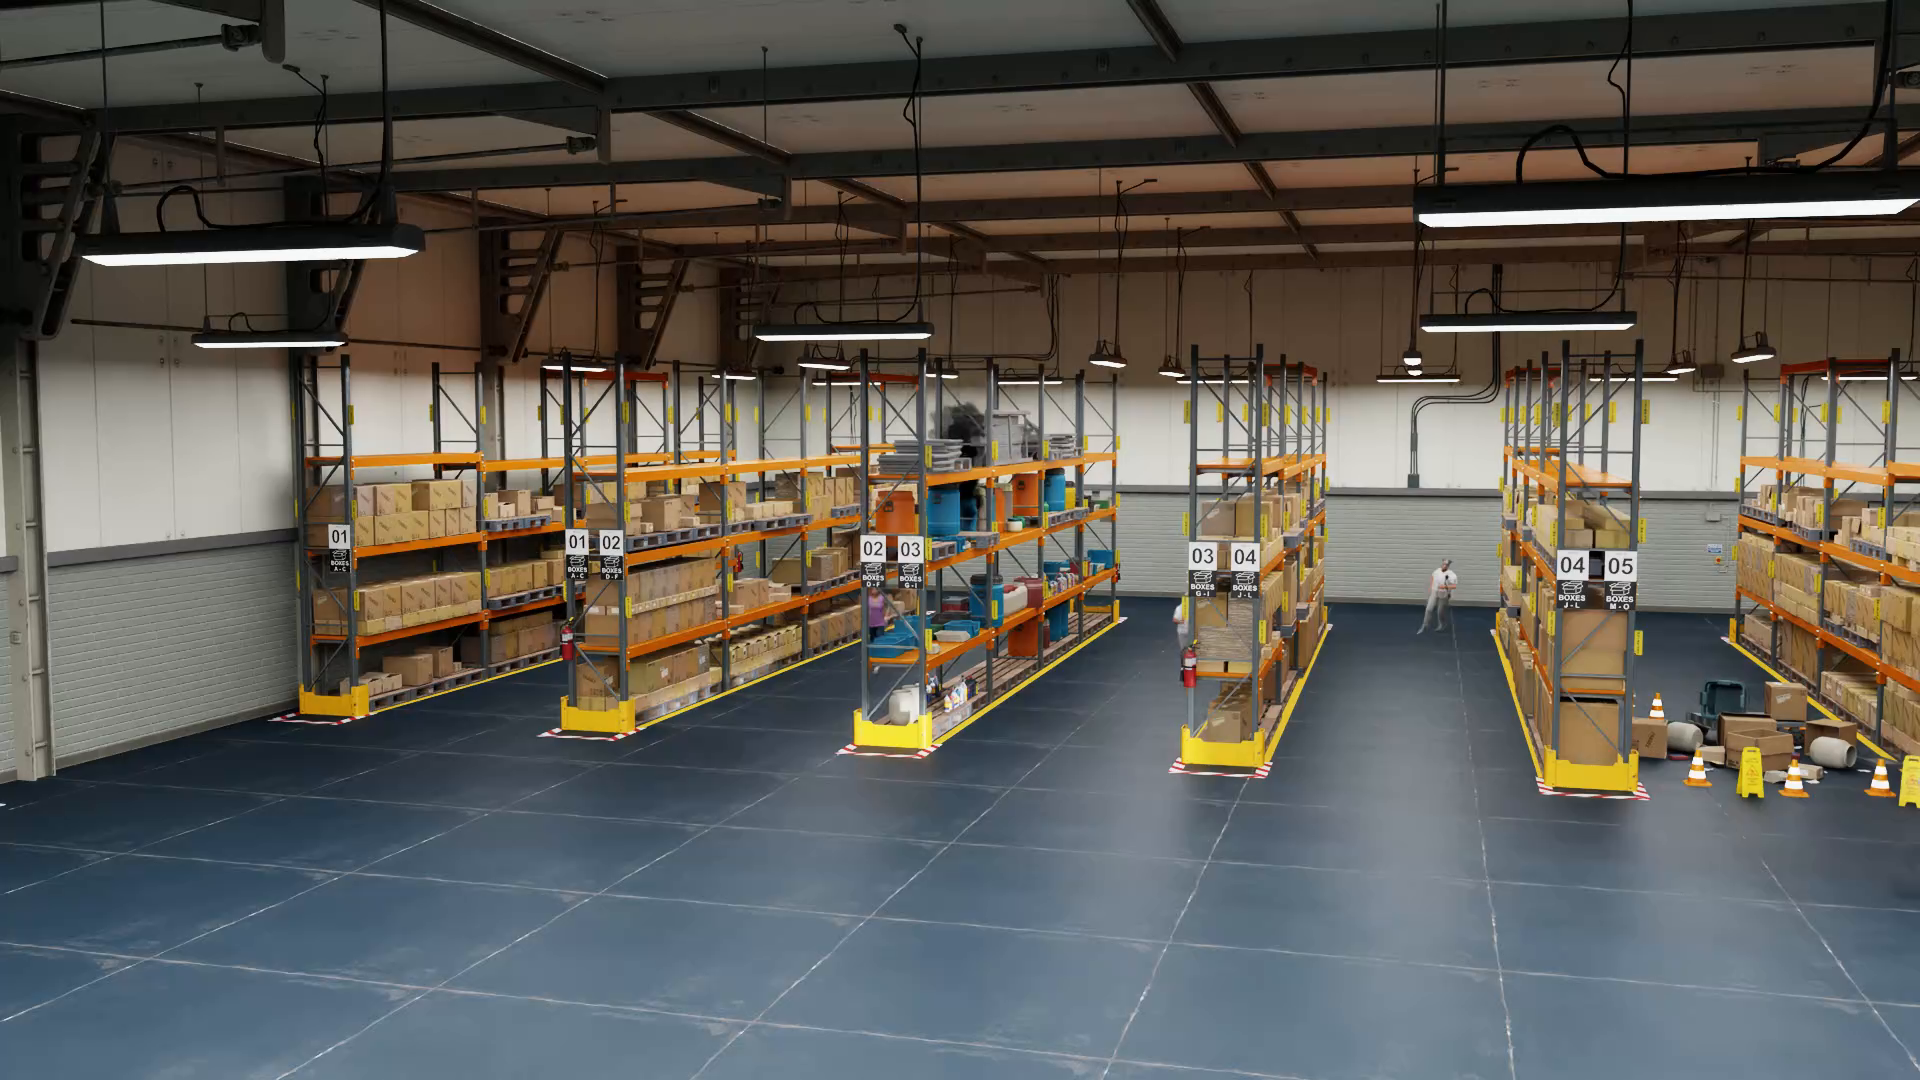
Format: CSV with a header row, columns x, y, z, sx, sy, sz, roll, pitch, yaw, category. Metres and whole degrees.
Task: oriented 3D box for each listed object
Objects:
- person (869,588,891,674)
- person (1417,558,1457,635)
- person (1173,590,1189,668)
x,y,z,sx,sy,sz,roll,pitch,yaw,category
-1.560,1.651,30.628,0.538,1.516,0.808,0,4,3,person
11.010,1.277,38.066,0.767,1.747,0.922,3,5,38,person
4.303,1.780,31.380,0.578,1.693,0.870,1,4,9,person
